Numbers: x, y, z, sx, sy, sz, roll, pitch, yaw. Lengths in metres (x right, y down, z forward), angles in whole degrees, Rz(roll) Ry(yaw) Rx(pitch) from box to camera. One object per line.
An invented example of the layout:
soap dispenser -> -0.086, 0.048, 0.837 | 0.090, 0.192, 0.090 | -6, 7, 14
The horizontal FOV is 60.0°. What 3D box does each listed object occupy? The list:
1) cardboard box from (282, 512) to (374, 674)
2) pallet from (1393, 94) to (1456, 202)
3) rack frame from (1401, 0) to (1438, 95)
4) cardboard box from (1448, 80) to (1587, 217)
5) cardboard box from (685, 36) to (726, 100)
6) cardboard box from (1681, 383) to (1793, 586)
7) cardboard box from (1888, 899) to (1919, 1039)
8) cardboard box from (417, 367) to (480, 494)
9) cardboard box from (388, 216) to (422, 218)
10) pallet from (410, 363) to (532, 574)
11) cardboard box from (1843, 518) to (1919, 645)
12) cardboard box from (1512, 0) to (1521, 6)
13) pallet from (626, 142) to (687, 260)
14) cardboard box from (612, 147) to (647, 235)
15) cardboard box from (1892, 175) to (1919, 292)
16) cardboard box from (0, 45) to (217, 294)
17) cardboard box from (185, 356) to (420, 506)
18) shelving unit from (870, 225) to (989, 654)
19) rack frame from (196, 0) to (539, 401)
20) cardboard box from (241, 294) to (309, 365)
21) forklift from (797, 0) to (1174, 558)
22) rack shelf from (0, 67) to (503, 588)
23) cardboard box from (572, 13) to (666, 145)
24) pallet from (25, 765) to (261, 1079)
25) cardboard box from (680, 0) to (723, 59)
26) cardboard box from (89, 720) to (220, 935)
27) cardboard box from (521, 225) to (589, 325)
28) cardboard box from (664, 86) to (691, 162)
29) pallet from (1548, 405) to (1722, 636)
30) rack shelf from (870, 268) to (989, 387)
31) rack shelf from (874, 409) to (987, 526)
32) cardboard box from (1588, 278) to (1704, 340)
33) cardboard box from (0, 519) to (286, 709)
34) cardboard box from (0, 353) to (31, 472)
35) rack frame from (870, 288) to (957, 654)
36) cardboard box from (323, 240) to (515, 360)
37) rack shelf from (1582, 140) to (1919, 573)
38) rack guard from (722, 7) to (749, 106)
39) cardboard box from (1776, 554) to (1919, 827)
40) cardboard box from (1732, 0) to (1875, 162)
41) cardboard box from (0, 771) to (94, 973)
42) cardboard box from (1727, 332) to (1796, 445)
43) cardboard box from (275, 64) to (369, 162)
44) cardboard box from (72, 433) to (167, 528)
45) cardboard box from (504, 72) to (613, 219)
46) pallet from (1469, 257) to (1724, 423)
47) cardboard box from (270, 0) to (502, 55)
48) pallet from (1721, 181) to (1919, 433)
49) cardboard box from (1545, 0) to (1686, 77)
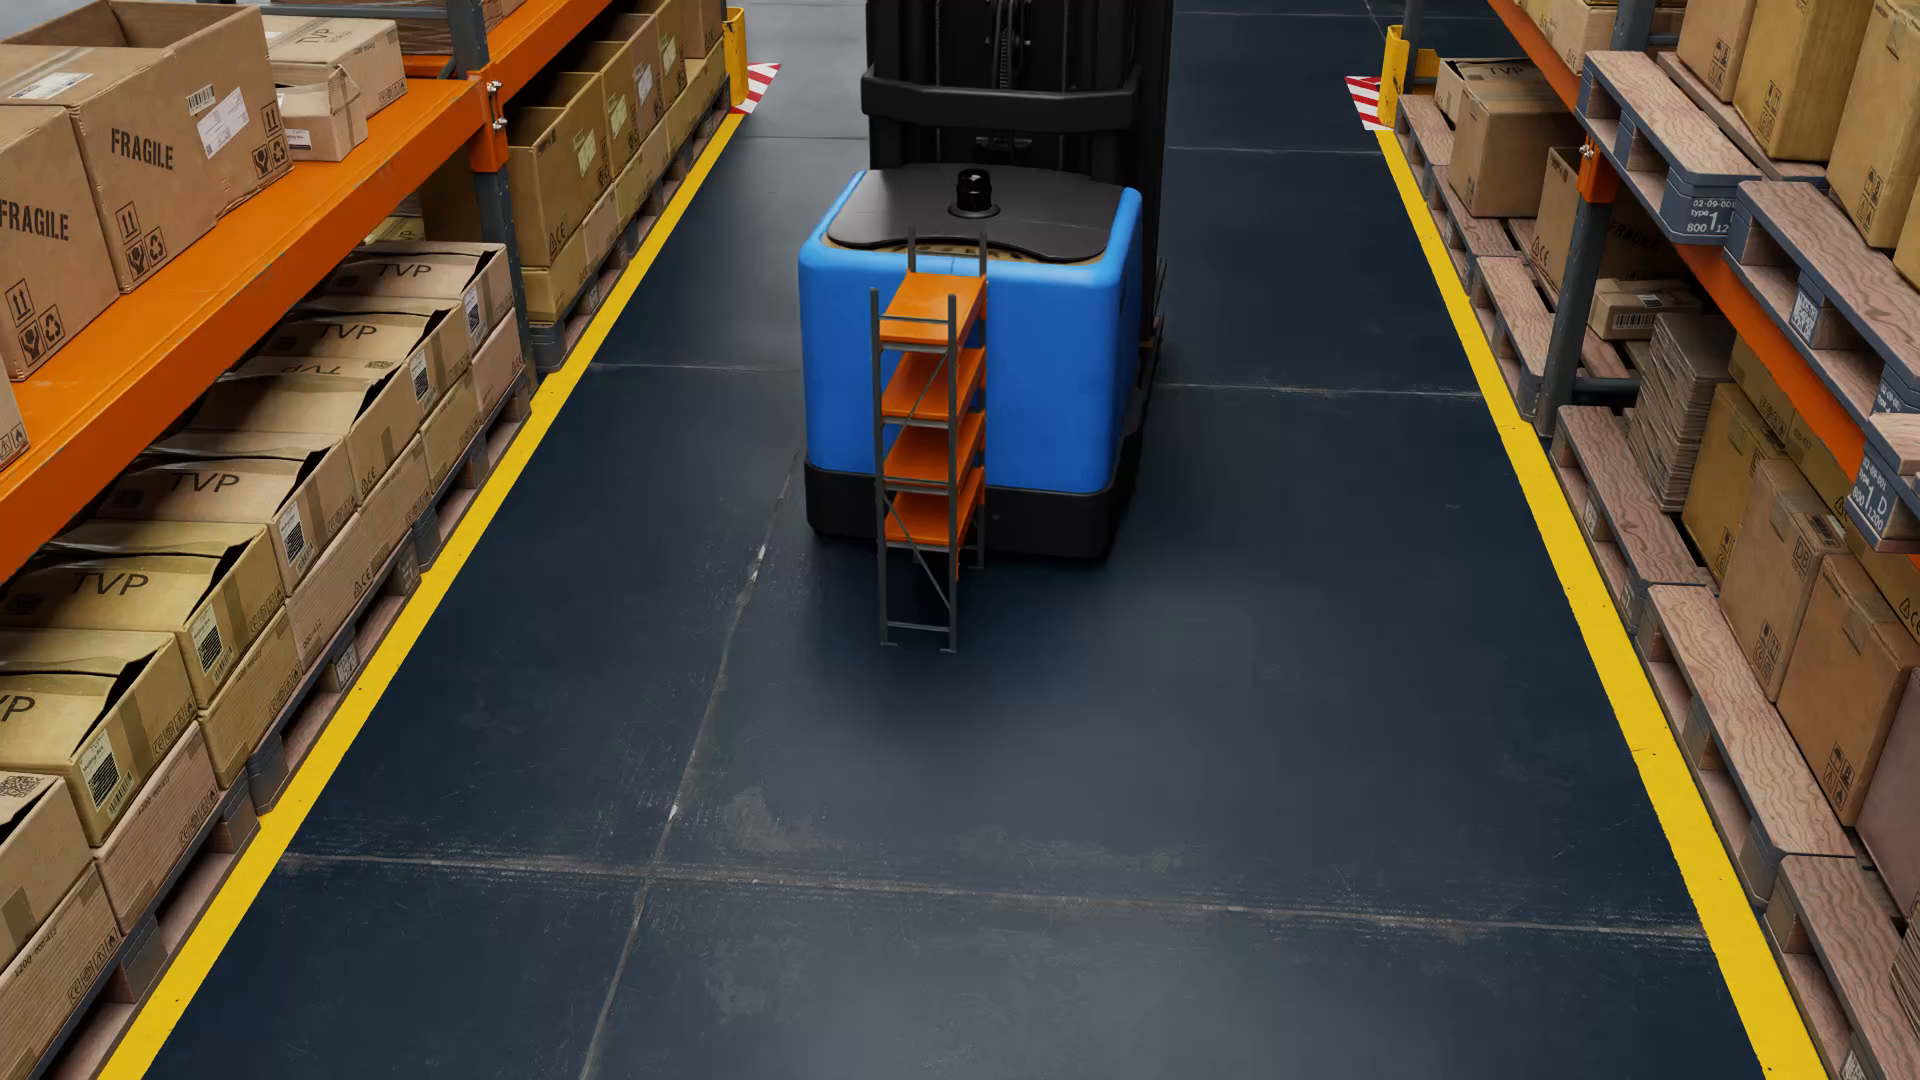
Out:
cardboard box -> -2.084, 0.136, 4.891 | 0.500, 0.250, 0.500 | 3, 32, 5
pallet -> 2.943, -2.115, 8.981 | 1.003, 0.211, 1.213 | 2, 32, 4
rack frame -> 3.051, -3.765, 9.000 | 1.000, 3.000, 0.127 | 2, 32, 4
cardboard box -> 2.749, -1.851, 7.857 | 0.700, 0.500, 0.500 | 1, 32, 1
cardboard box -> -1.636, -2.690, 9.476 | 0.500, 0.250, 0.500 | 2, 32, 4
cardboard box -> 2.690, -0.139, 5.079 | 0.700, 0.500, 0.500 | 2, 32, 3
cardboard box -> 2.406, 0.916, 3.367 | 0.700, 0.500, 0.500 | 3, 32, 5
cardboard box -> -2.000, -0.398, 5.757 | 0.500, 0.250, 0.500 | 2, 32, 3
cardboard box -> -2.342, -1.404, 7.390 | 0.500, 0.250, 0.500 | 2, 32, 4
pallet -> -2.234, -0.309, 6.050 | 1.003, 0.211, 1.213 | 2, 32, 4
cardboard box -> 2.552, 0.033, 4.087 | 0.500, 0.250, 0.500 | 2, 32, 4
cardboard box -> 2.536, -2.403, 6.913 | 0.500, 0.250, 0.500 | 2, 32, 4
pallet -> -2.009, -1.750, 8.388 | 1.003, 0.211, 1.213 | 2, 32, 4
cardboard box -> -1.781, -1.643, 7.778 | 0.500, 0.250, 0.500 | 2, 32, 4
cardboard box -> 2.507, -0.710, 3.529 | 0.700, 0.500, 0.500 | 2, 32, 4
cardboard box -> -2.375, -0.987, 4.398 | 0.500, 0.500, 0.500 | 3, 32, 4
cardboard box -> -2.039, -0.373, 5.182 | 0.500, 0.311, 0.500 | 2, 32, 4
shelving unit -> -0.084, -0.297, 5.088 | 0.258, 1.200, 0.503 | 6, 32, 9
rack frame -> -2.213, -1.883, 5.947 | 1.000, 3.000, 0.127 | 2, 32, 4
cardboard box -> -2.541, -0.663, 5.653 | 0.500, 0.311, 0.500 | 2, 32, 3
forklift -> 0.252, -1.948, 6.117 | 1.130, 2.935, 3.031 | 6, 32, 9
rack shelf -> -2.375, -0.531, 4.438 | 1.077, 0.370, 4.000 | 2, 32, 4
cardboard box -> -1.743, -2.224, 8.006 | 0.500, 0.500, 0.500 | 2, 32, 4
pallet -> -2.432, 0.967, 3.980 | 1.003, 0.211, 1.213 | 2, 32, 4
cardboard box -> -1.634, -3.009, 9.279 | 0.500, 0.500, 0.500 | 2, 32, 4
cardboard box -> -2.163, 0.676, 4.014 | 0.500, 0.250, 0.500 | 2, 32, 3
cardboard box -> -1.873, -1.121, 6.930 | 0.500, 0.250, 0.500 | 2, 32, 4
cardboard box -> -1.704, -2.166, 8.627 | 0.500, 0.250, 0.500 | 2, 32, 4
pallet -> 2.663, -0.079, 5.677 | 1.003, 0.211, 1.213 | 2, 32, 4
rack shelf -> -0.084, -0.632, 4.882 | 0.258, 0.148, 0.480 | 6, 32, 9
rack shelf -> -0.084, -0.240, 5.124 | 0.258, 0.148, 0.480 | 6, 32, 9
cardboard box -> 2.739, -0.936, 6.690 | 0.380, 0.166, 0.250 | -2, 32, -2
cardboard box -> -2.125, 0.159, 4.320 | 0.500, 0.311, 0.500 | 2, 32, 3
cardboard box -> -2.272, -0.213, 3.321 | 0.500, 0.311, 0.500 | 2, 32, 3
rack frame -> -0.129, -0.171, 4.884 | 0.240, 1.200, 0.015 | 6, 32, 9
cardboard box -> -1.960, -0.906, 6.047 | 0.500, 0.311, 0.500 | 2, 32, 4
rack shelf -> 2.562, -0.321, 4.098 | 1.077, 0.370, 4.000 | 2, 32, 4
rack guard -> -1.885, -2.923, 10.017 | 1.175, 0.500, 0.348 | 2, 32, 4
cardboard box -> 2.576, 0.391, 4.220 | 0.700, 0.500, 0.500 | 2, 32, 4
cardboard box -> 2.597, -1.347, 4.562 | 0.700, 0.500, 0.500 | 6, 32, 9
cardboard box -> -2.203, 0.700, 3.441 | 0.500, 0.311, 0.500 | 3, 32, 6
cardboard box -> 2.649, -0.500, 4.950 | 0.500, 0.250, 0.500 | 2, 32, 3
cardboard box -> -2.101, -1.358, 5.223 | 0.396, 0.266, 0.258 | 2, 32, 3
cardboard box -> -2.618, -0.121, 4.773 | 0.500, 0.311, 0.500 | 3, 32, 5
cardboard box -> -1.830, -1.701, 7.158 | 0.500, 0.500, 0.500 | 2, 32, 4
pallet -> 2.744, -0.839, 6.910 | 1.003, 0.211, 1.213 | 2, 32, 4
cardboard box -> -2.183, -2.158, 6.297 | 0.700, 0.500, 0.500 | 2, 32, 3
pallet -> 2.520, -0.537, 3.945 | 1.003, 0.211, 1.213 | 2, 32, 4
cardboard box -> 2.461, -1.879, 6.063 | 0.500, 0.250, 0.500 | 3, 32, 4
